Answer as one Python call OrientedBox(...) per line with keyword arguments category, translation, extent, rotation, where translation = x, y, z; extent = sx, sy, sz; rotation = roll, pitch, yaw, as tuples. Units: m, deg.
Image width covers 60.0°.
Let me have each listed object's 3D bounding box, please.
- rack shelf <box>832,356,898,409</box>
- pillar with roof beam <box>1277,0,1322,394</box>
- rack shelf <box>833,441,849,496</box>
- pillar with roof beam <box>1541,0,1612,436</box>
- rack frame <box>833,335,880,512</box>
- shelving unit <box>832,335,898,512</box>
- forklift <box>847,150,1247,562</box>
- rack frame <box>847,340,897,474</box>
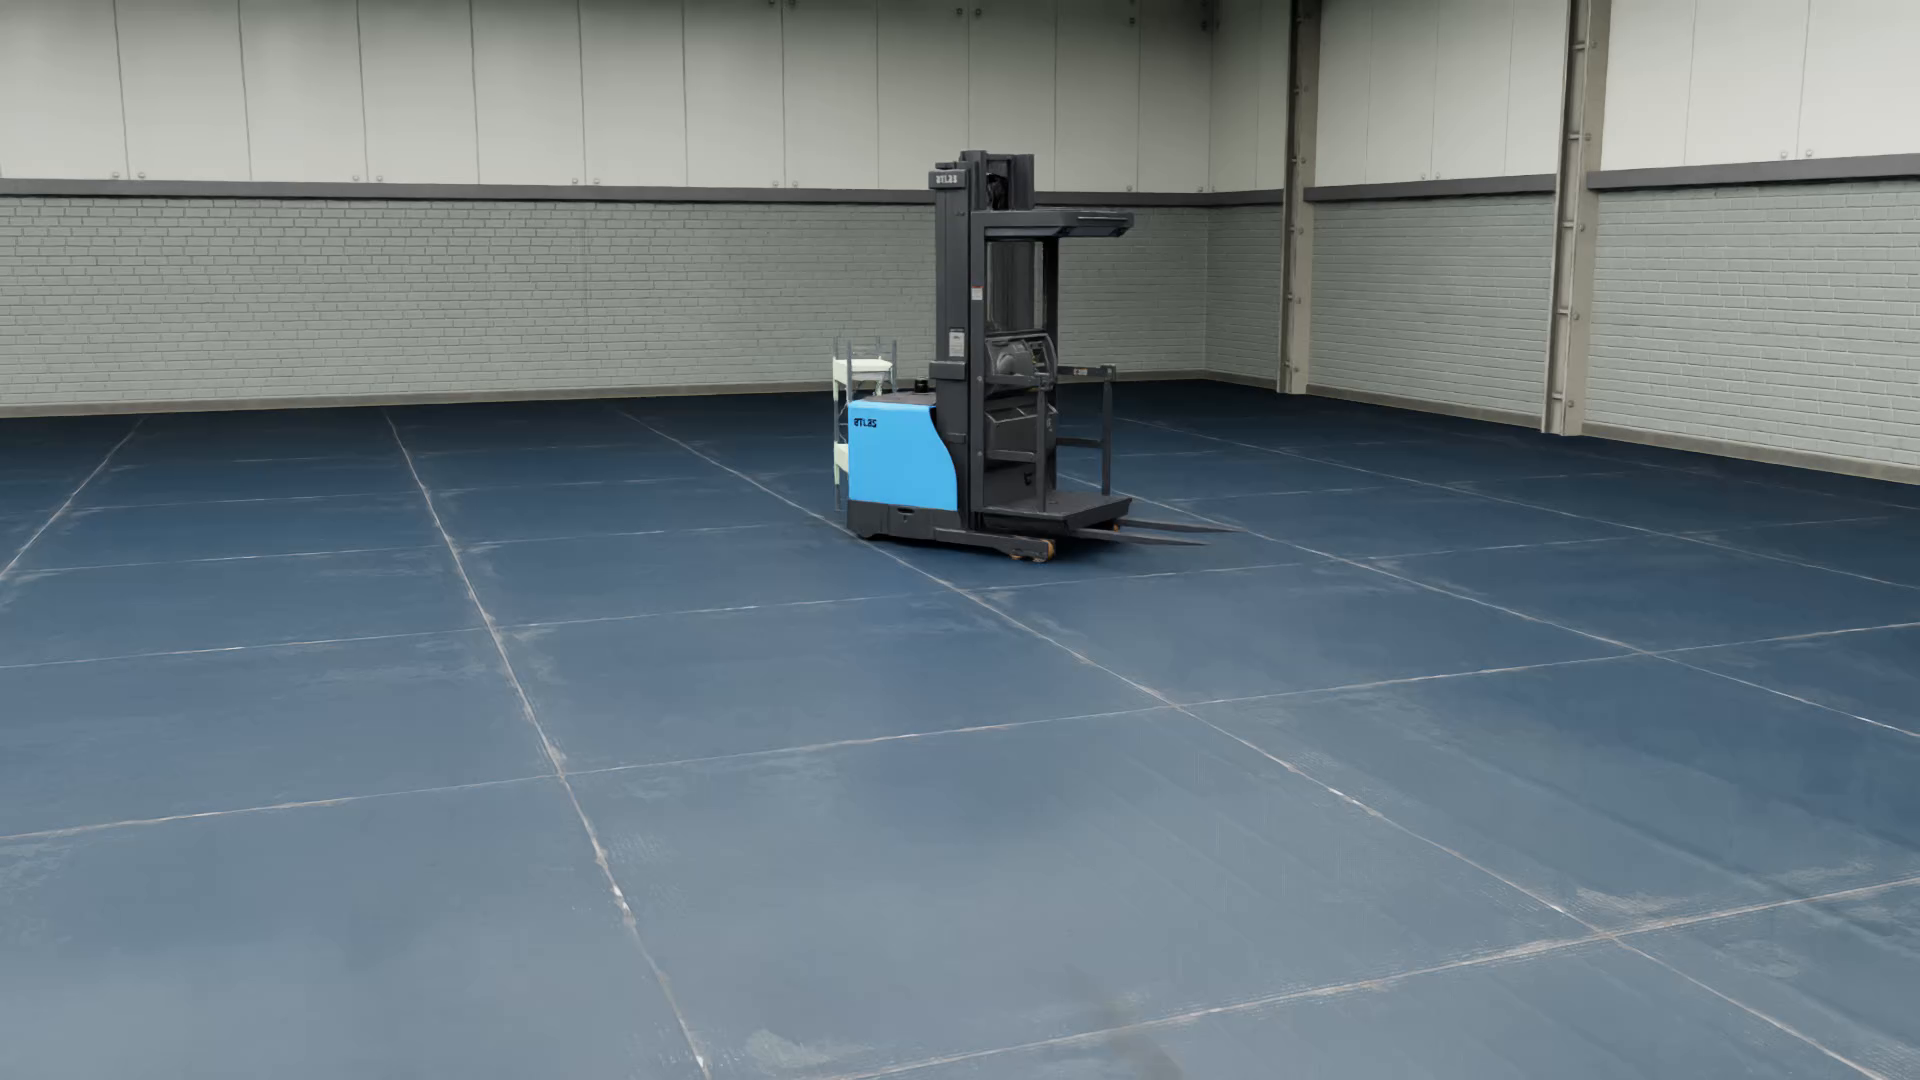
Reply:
OrientedBox(category="rack shelf", translation=(-0.792, -1.312, 13.787), extent=(0.431, 0.370, 0.720), rotation=(-2, 10, -13))
OrientedBox(category="pillar with roof beam", translation=(1.114, -6.426, 23.348), extent=(9.100, 9.000, 0.400), rotation=(-4, 11, -21))
OrientedBox(category="rack shelf", translation=(-0.792, -0.607, 13.913), extent=(0.431, 0.370, 0.720), rotation=(-2, 10, -13))
OrientedBox(category="pillar with roof beam", translation=(3.288, -5.446, 17.842), extent=(9.100, 9.000, 0.400), rotation=(-4, 11, -21))
OrientedBox(category="rack frame", translation=(-0.873, -0.991, 14.207), extent=(0.400, 1.500, 0.023), rotation=(-2, 10, -13))
OrientedBox(category="shelving unit", translation=(-0.792, -0.928, 13.855), extent=(0.431, 1.500, 0.755), rotation=(-2, 10, -13))
OrientedBox(category="forklift", translation=(0.632, -1.387, 12.349), extent=(3.031, 2.935, 1.130), rotation=(7, 12, 33))
OrientedBox(category="rack frame", translation=(-0.711, -0.866, 13.504), extent=(0.400, 1.500, 0.023), rotation=(-2, 10, -13))
